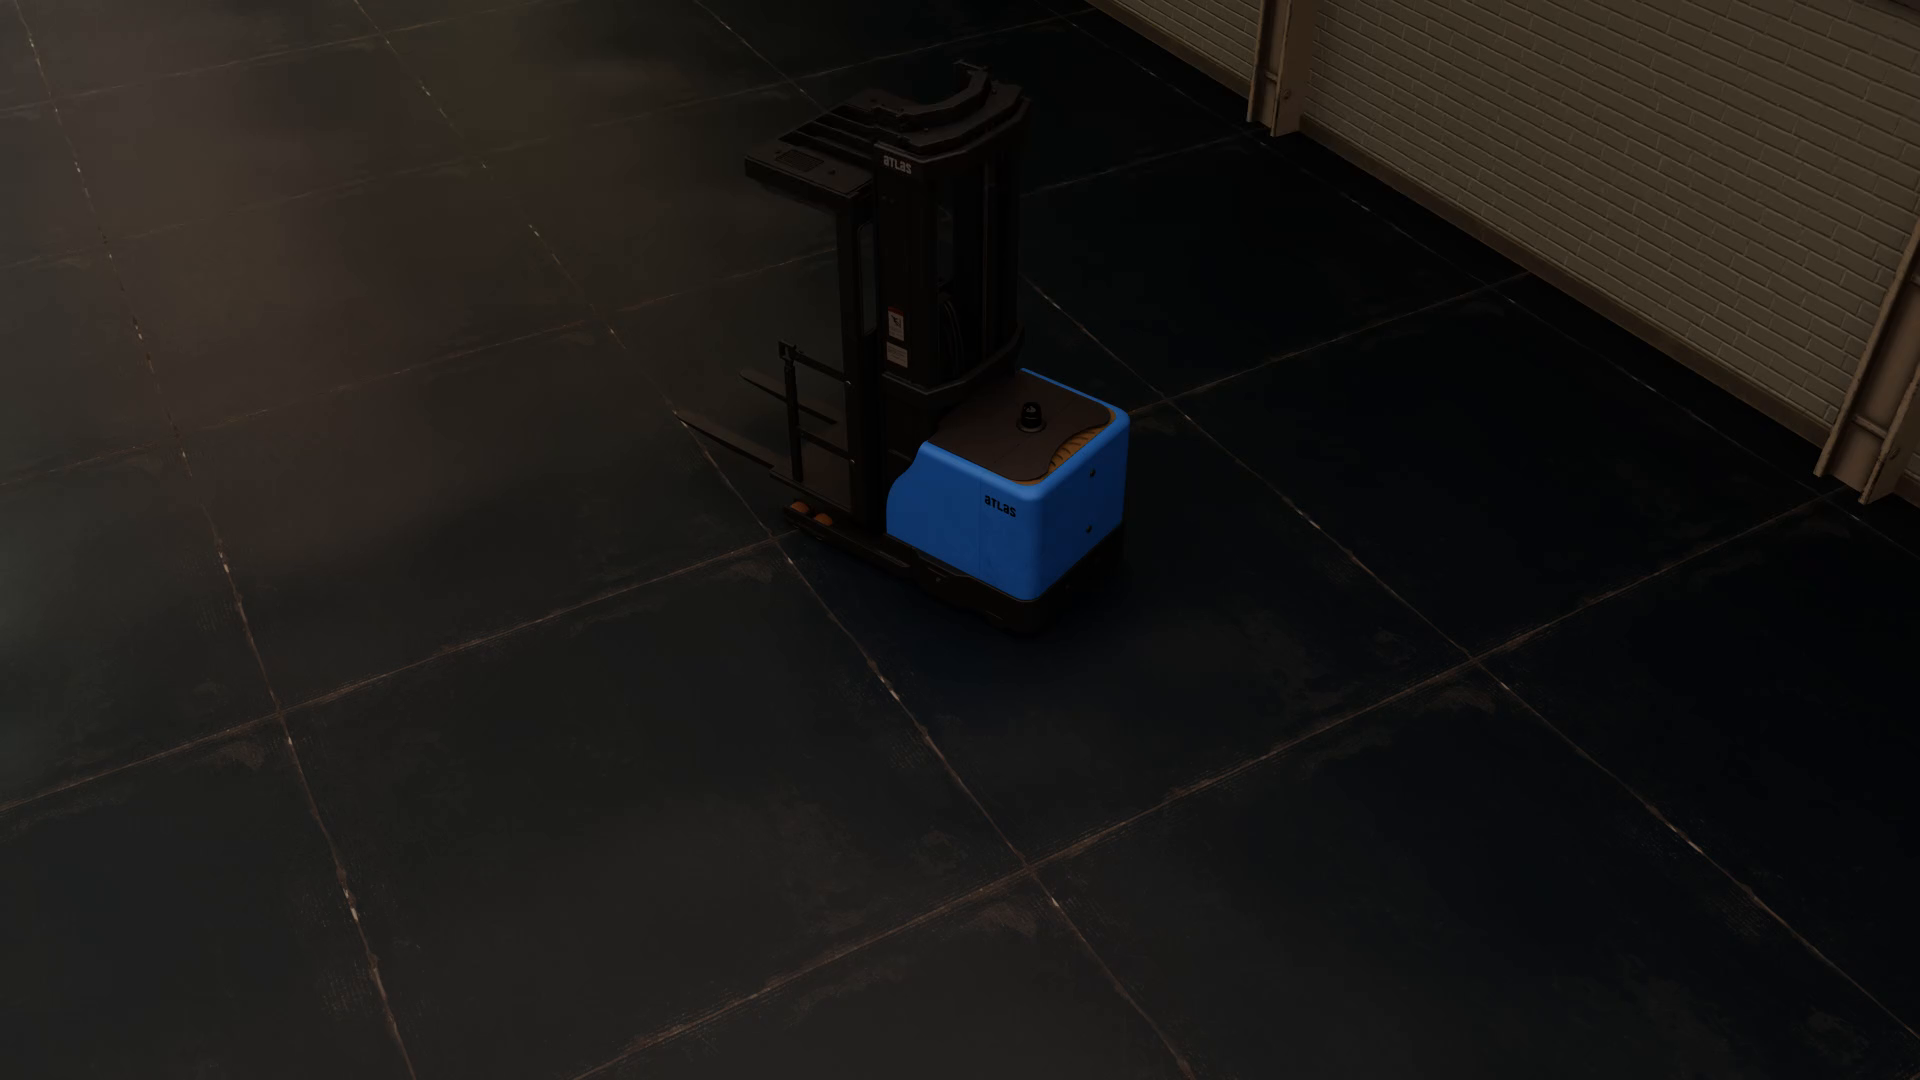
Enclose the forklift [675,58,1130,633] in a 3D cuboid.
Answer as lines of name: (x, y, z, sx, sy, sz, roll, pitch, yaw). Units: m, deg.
forklift: (-0.481, -1.366, 9.683, 3.031, 2.935, 1.130, 26, 46, 28)
